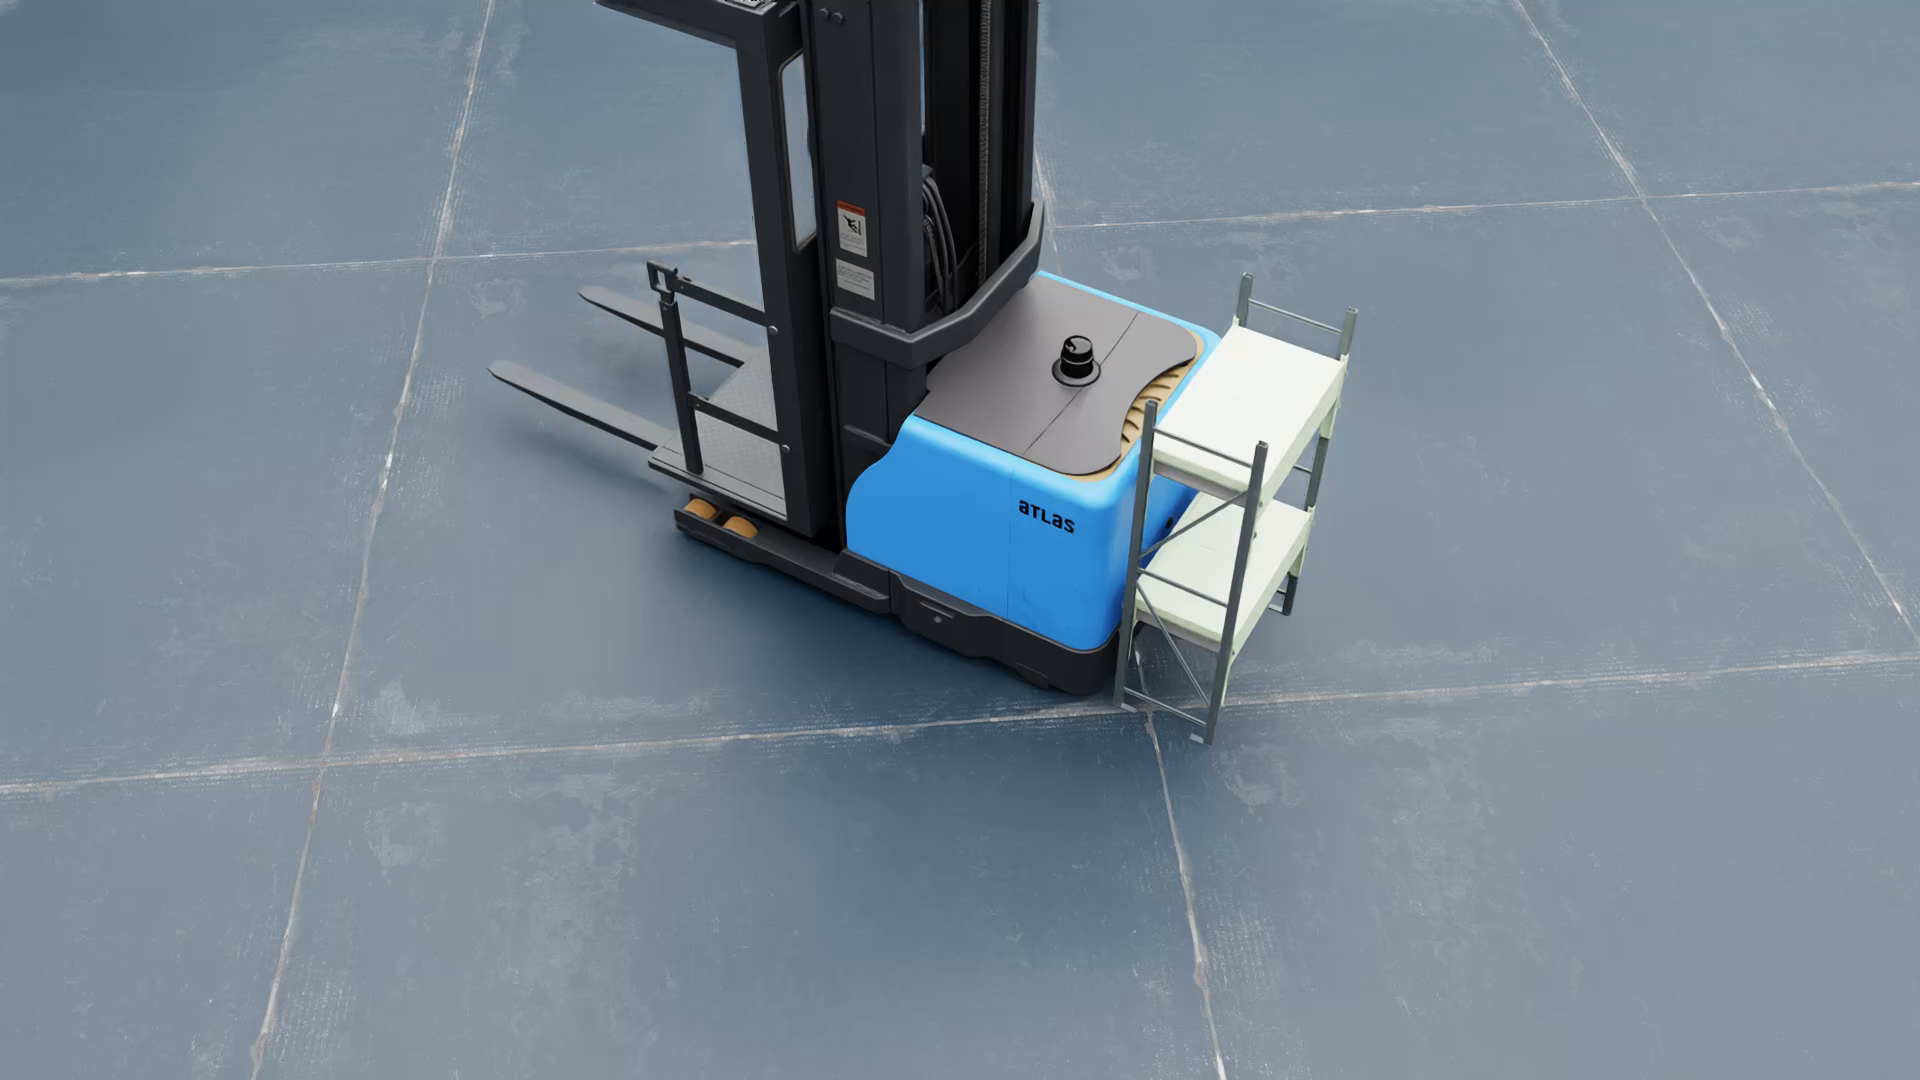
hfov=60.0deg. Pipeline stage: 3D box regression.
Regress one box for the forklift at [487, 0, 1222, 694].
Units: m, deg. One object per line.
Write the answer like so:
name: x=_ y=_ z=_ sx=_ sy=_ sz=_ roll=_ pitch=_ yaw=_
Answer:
forklift: x=-0.558 y=-1.246 z=5.911 sx=3.031 sy=2.935 sz=1.130 roll=23 pitch=51 yaw=20

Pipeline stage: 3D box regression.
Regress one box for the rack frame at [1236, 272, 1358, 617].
rack frame: x=1.114 y=-0.297 z=5.998 sx=0.400 sy=1.500 sz=0.023 roll=23 pitch=51 yaw=20

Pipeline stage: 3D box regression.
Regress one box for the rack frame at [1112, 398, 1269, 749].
rack frame: x=0.744 y=0.162 z=5.564 sx=0.400 sy=1.500 sz=0.023 roll=23 pitch=51 yaw=20

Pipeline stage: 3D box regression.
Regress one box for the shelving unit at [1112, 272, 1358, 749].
shelving unit: x=0.929 y=-0.068 z=5.781 sx=0.431 sy=1.500 sz=0.755 roll=23 pitch=51 yaw=20

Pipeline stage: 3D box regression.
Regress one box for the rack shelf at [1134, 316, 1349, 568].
rack shelf: x=0.929 y=-0.336 z=5.498 sx=0.431 sy=0.370 sz=0.720 roll=23 pitch=51 yaw=20

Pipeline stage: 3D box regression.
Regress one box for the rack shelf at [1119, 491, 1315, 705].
rack shelf: x=0.929 y=0.156 z=6.018 sx=0.431 sy=0.370 sz=0.720 roll=23 pitch=51 yaw=20
